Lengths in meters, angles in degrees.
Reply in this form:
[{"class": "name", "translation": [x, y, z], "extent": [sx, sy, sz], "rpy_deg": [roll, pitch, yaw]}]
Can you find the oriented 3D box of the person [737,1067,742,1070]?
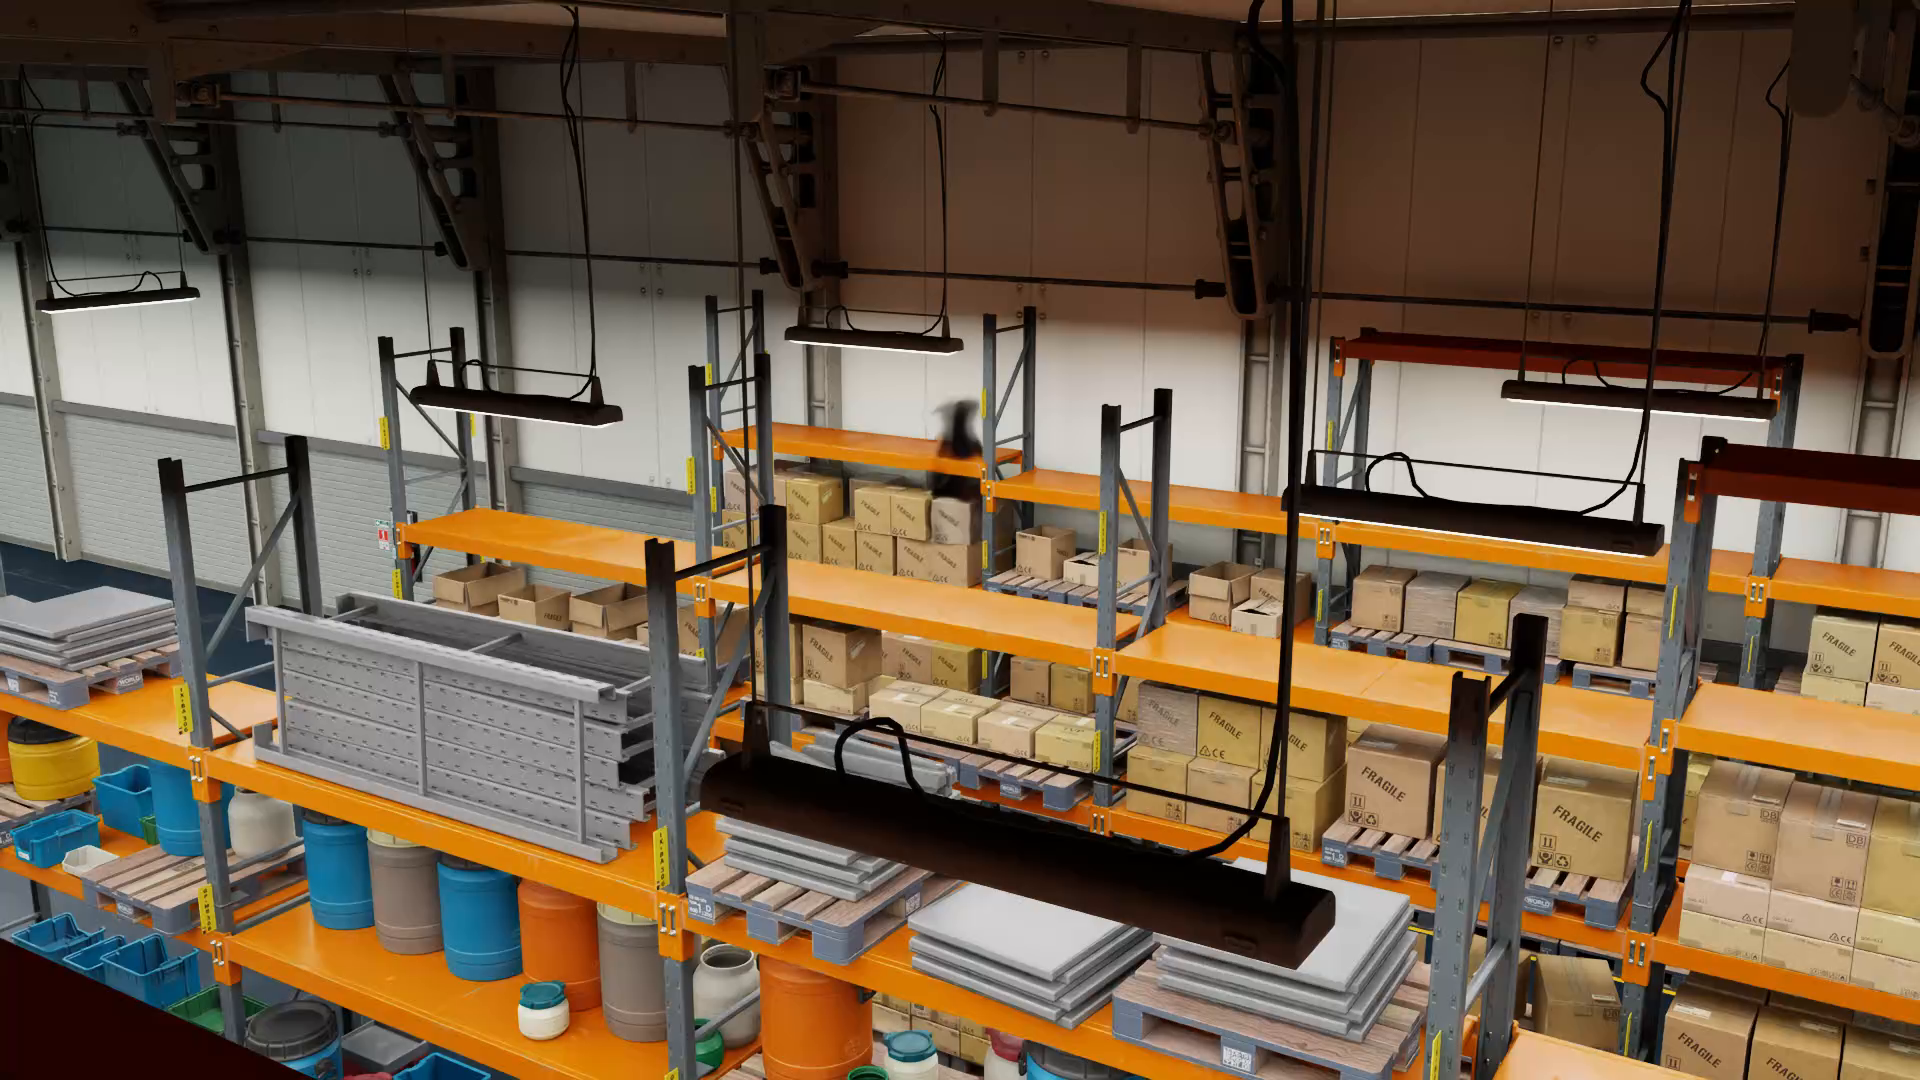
[{"class": "person", "translation": [-1.670, 4.193, 12.626], "extent": [0.824, 1.811, 0.682], "rpy_deg": [8, 16, 29]}]
